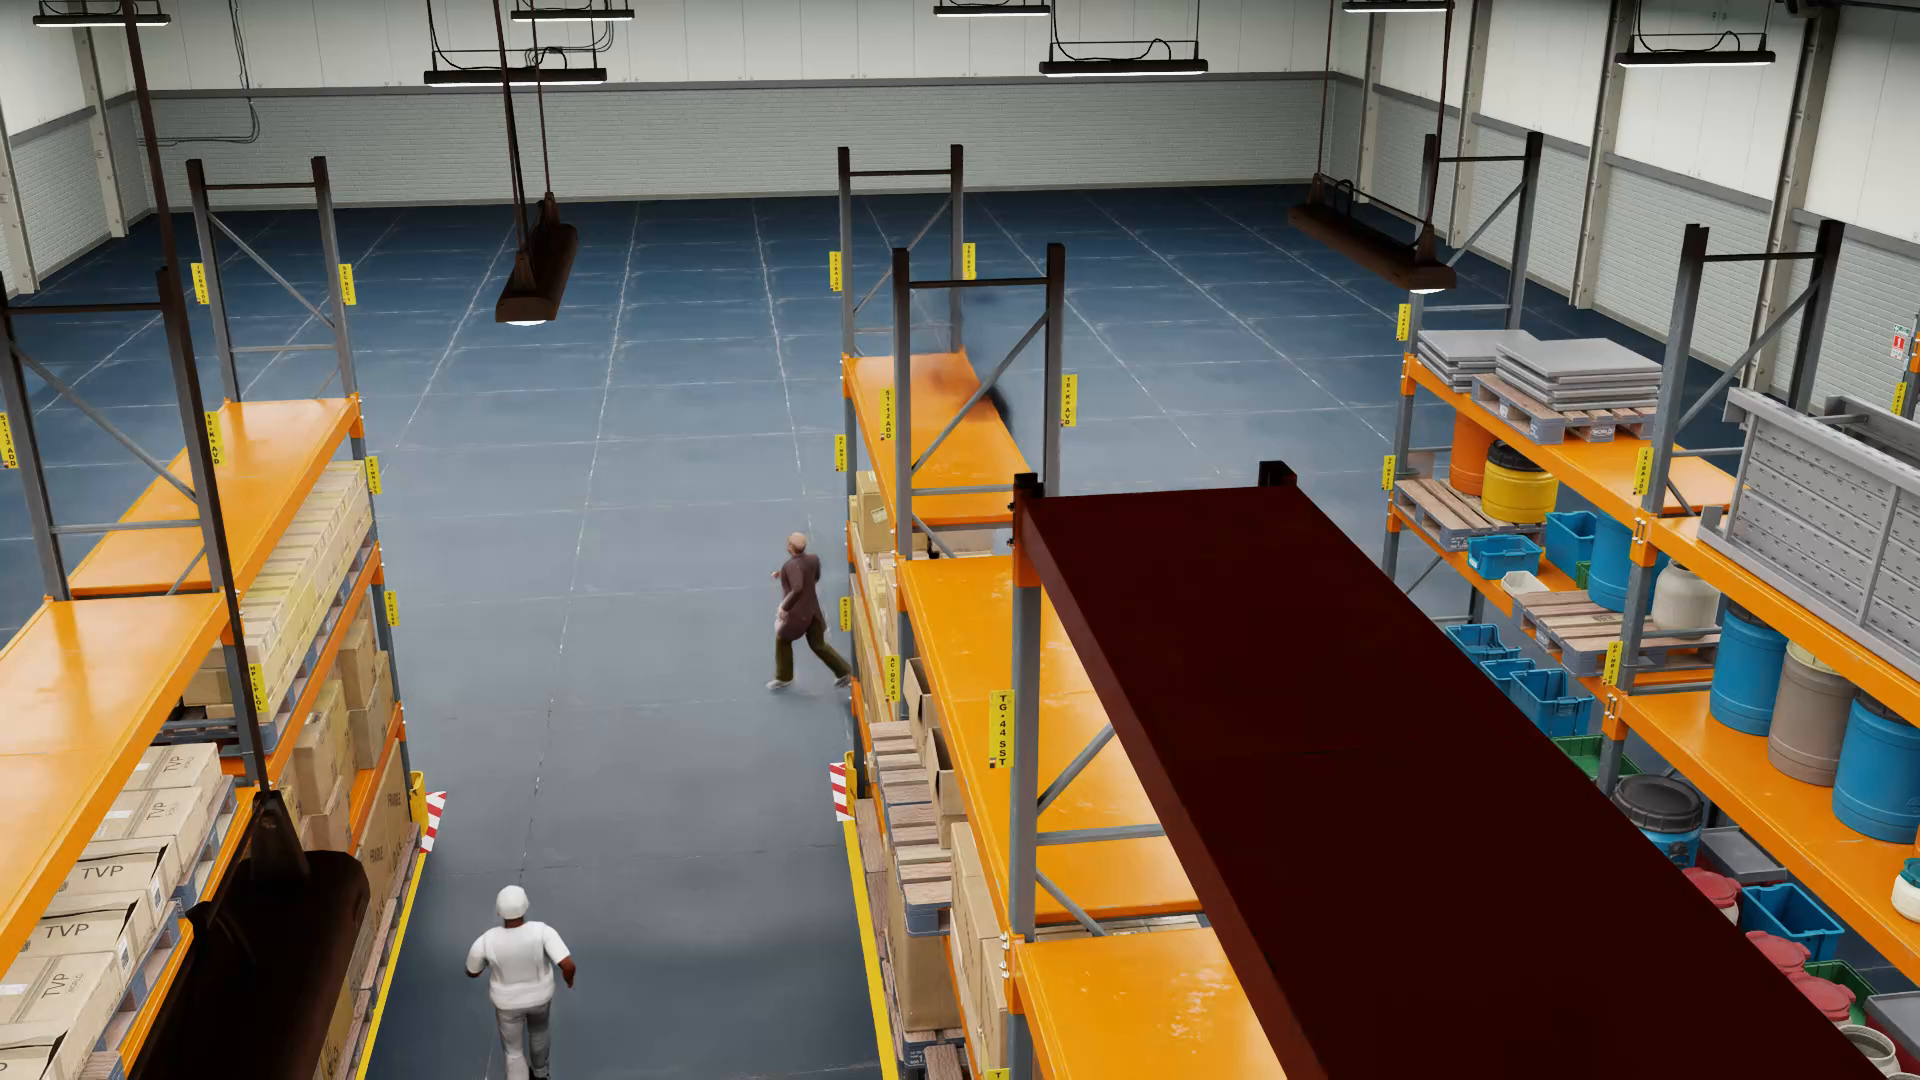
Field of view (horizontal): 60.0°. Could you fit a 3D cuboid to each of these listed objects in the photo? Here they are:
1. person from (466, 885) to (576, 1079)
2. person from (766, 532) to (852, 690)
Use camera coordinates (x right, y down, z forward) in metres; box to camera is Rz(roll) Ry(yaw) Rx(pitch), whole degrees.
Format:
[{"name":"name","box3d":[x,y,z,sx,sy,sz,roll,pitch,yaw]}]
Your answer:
[{"name":"person","box3d":[-2.975,3.106,11.323,0.700,1.754,0.989,-7,23,-18]},{"name":"person","box3d":[-1.594,0.801,17.198,1.040,1.818,0.725,14,25,31]}]
